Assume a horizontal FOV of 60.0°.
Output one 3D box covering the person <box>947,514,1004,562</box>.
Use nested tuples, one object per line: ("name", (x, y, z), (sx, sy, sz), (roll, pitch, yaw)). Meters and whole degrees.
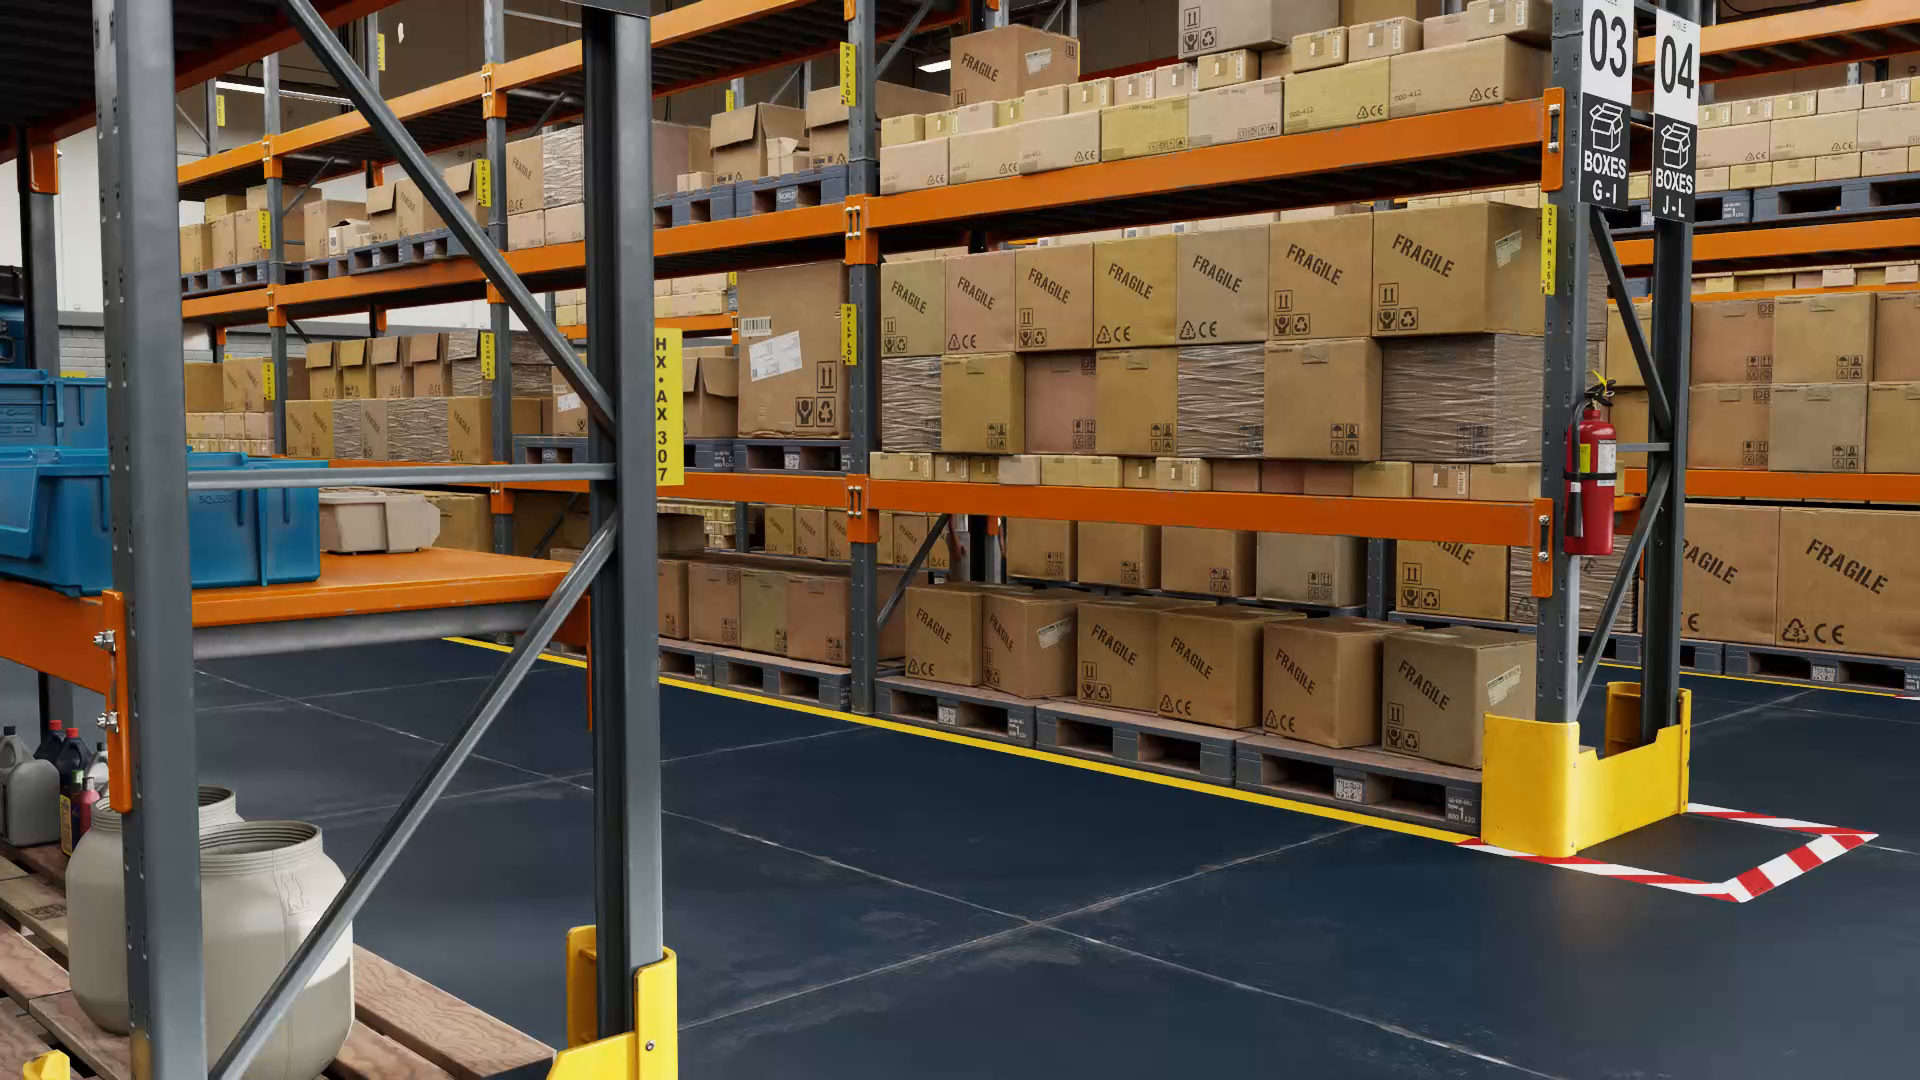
("person", (0.126, -0.004, 11.110), (0.317, 1.657, 0.510), (4, 6, 43))
